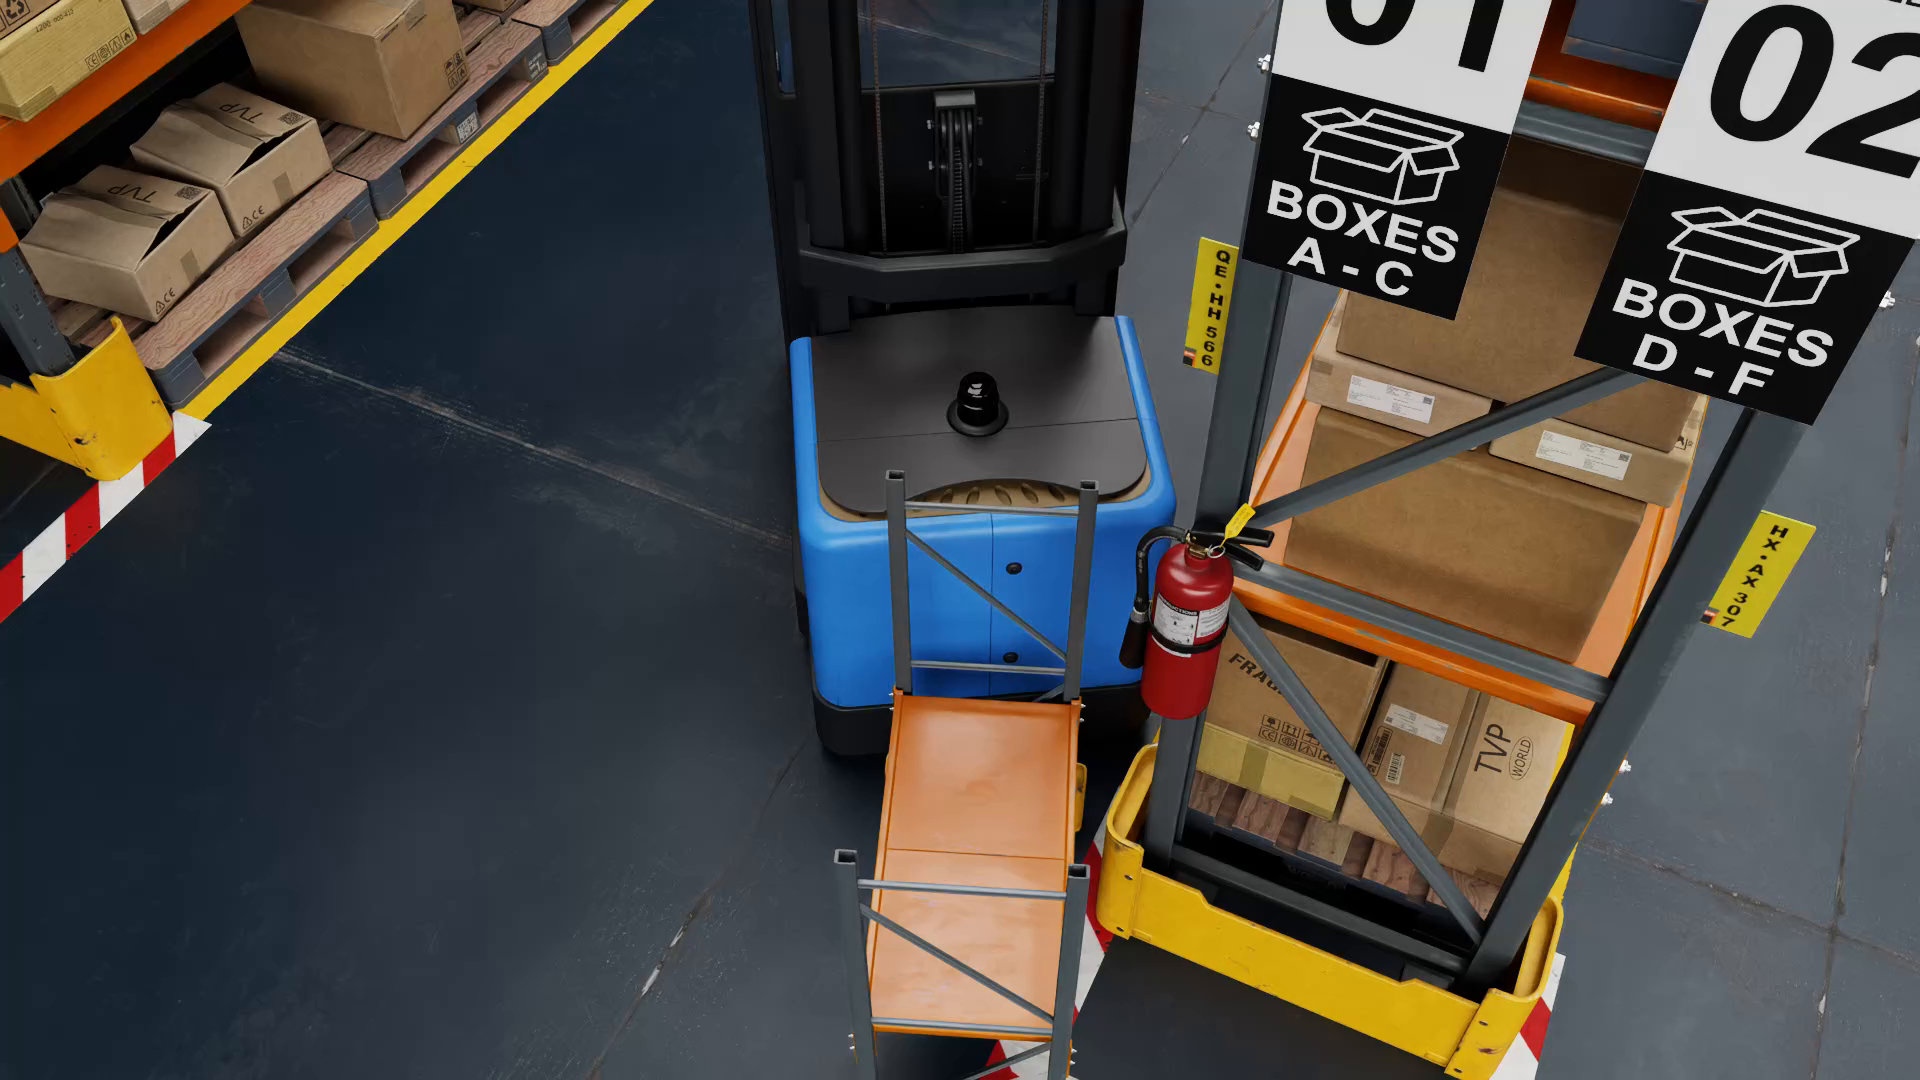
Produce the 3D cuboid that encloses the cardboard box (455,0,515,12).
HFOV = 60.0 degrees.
[{"bbox_3d":[-2.195,-2.780,7.498,0.500,0.500,0.500,16,52,13],"label":"cardboard box"}]

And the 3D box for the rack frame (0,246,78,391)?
[{"bbox_3d":[-3.497,-1.420,4.989,1.000,3.000,0.127,20,52,16],"label":"rack frame"}]

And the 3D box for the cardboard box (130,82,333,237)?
[{"bbox_3d":[-2.876,-1.531,6.560,0.500,0.311,0.500,24,54,19],"label":"cardboard box"}]

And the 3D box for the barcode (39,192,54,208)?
[{"bbox_3d":[-3.474,-1.284,6.344,0.001,0.075,0.075,20,52,16],"label":"barcode"}]

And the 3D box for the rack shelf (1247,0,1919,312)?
[{"bbox_3d":[1.838,-1.927,3.923,1.077,0.370,4.000,20,52,16],"label":"rack shelf"}]

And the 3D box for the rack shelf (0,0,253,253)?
[{"bbox_3d":[-2.642,-2.565,6.435,1.077,0.370,4.000,20,52,16],"label":"rack shelf"}]

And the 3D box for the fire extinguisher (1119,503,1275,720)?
[{"bbox_3d":[0.513,0.144,3.709,0.296,0.674,0.183,20,52,16],"label":"fire extinguisher"}]

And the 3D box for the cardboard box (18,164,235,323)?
[{"bbox_3d":[-3.120,-1.139,6.226,0.500,0.311,0.500,14,51,12],"label":"cardboard box"}]

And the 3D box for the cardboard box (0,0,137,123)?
[{"bbox_3d":[-3.001,-1.611,5.237,0.500,0.250,0.500,18,52,15],"label":"cardboard box"}]

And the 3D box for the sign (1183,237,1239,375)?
[{"bbox_3d":[0.499,-0.449,3.247,0.100,0.325,0.005,20,52,16],"label":"sign"}]

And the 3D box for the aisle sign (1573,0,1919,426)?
[{"bbox_3d":[1.232,-0.509,2.506,0.394,0.787,0.004,20,52,16],"label":"aisle sign"}]

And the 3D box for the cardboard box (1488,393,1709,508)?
[{"bbox_3d":[1.346,-0.254,3.505,0.380,0.149,0.250,19,52,16],"label":"cardboard box"}]

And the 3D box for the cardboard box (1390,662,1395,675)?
[{"bbox_3d":[1.624,0.301,5.054,0.500,0.250,0.500,20,52,16],"label":"cardboard box"}]

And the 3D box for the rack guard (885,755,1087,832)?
[{"bbox_3d":[0.075,0.751,4.947,0.587,0.250,0.087,3,50,3],"label":"rack guard"}]

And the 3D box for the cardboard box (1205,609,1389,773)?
[{"bbox_3d":[0.944,0.235,4.618,0.500,0.500,0.500,20,52,16],"label":"cardboard box"}]

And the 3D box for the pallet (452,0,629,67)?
[{"bbox_3d":[-2.043,-2.797,7.992,1.003,0.211,1.213,20,52,16],"label":"pallet"}]

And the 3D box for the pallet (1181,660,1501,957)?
[{"bbox_3d":[1.272,0.552,5.141,1.003,0.211,1.213,20,52,16],"label":"pallet"}]

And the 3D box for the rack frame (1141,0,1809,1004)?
[{"bbox_3d":[0.984,0.189,3.620,1.000,3.000,0.127,20,52,16],"label":"rack frame"}]

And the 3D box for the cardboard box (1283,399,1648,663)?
[{"bbox_3d":[1.195,-0.161,3.852,0.700,0.500,0.500,20,52,16],"label":"cardboard box"}]

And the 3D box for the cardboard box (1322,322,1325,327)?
[{"bbox_3d":[1.358,-0.459,5.208,0.500,0.500,0.500,20,52,16],"label":"cardboard box"}]

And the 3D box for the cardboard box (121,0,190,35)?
[{"bbox_3d":[-2.792,-1.973,5.545,0.500,0.250,0.500,18,52,15],"label":"cardboard box"}]

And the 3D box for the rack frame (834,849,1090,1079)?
[{"bbox_3d":[0.004,1.118,3.814,0.500,1.500,0.032,3,50,3],"label":"rack frame"}]

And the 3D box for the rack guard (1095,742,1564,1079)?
[{"bbox_3d":[0.973,1.015,4.558,1.175,0.500,0.348,20,52,16],"label":"rack guard"}]

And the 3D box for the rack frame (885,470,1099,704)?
[{"bbox_3d":[0.075,0.345,4.471,0.500,1.500,0.032,3,50,3],"label":"rack frame"}]

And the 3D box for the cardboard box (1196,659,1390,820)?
[{"bbox_3d":[0.946,0.478,4.903,0.500,0.250,0.500,20,52,16],"label":"cardboard box"}]

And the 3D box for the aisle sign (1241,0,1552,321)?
[{"bbox_3d":[0.690,-0.704,2.673,0.394,0.787,0.004,20,52,16],"label":"aisle sign"}]

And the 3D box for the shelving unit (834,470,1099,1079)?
[{"bbox_3d":[0.040,0.725,4.149,0.587,1.500,1.083,3,50,3],"label":"shelving unit"}]

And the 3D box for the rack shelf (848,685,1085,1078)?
[{"bbox_3d":[0.039,0.848,4.280,0.538,0.185,1.000,3,50,3],"label":"rack shelf"}]

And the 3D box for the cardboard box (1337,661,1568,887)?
[{"bbox_3d":[1.414,0.647,4.760,0.500,0.250,0.500,20,52,16],"label":"cardboard box"}]

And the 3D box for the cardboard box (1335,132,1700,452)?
[{"bbox_3d":[1.217,-0.618,3.389,0.700,0.500,0.500,20,52,16],"label":"cardboard box"}]

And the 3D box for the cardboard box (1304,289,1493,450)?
[{"bbox_3d":[0.975,-0.379,3.611,0.380,0.149,0.250,19,52,15],"label":"cardboard box"}]

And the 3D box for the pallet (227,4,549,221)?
[{"bbox_3d":[-2.563,-1.954,7.274,1.003,0.211,1.213,20,52,16],"label":"pallet"}]

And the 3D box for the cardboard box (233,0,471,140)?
[{"bbox_3d":[-2.518,-2.082,6.904,0.700,0.500,0.500,17,52,14],"label":"cardboard box"}]

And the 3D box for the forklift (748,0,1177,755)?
[{"bbox_3d":[-0.062,-1.423,5.037,1.130,2.935,3.031,-4,50,-4],"label":"forklift"}]

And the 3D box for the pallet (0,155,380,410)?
[{"bbox_3d":[-3.085,-1.117,6.562,1.003,0.211,1.213,20,52,16],"label":"pallet"}]

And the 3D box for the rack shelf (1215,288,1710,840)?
[{"bbox_3d":[1.838,-0.955,5.066,1.077,0.370,4.000,20,52,16],"label":"rack shelf"}]

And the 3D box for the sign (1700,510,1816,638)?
[{"bbox_3d":[1.483,0.067,3.103,0.100,0.325,0.005,20,52,16],"label":"sign"}]

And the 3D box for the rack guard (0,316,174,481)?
[{"bbox_3d":[-3.464,-0.663,5.986,1.175,0.500,0.348,20,52,16],"label":"rack guard"}]
